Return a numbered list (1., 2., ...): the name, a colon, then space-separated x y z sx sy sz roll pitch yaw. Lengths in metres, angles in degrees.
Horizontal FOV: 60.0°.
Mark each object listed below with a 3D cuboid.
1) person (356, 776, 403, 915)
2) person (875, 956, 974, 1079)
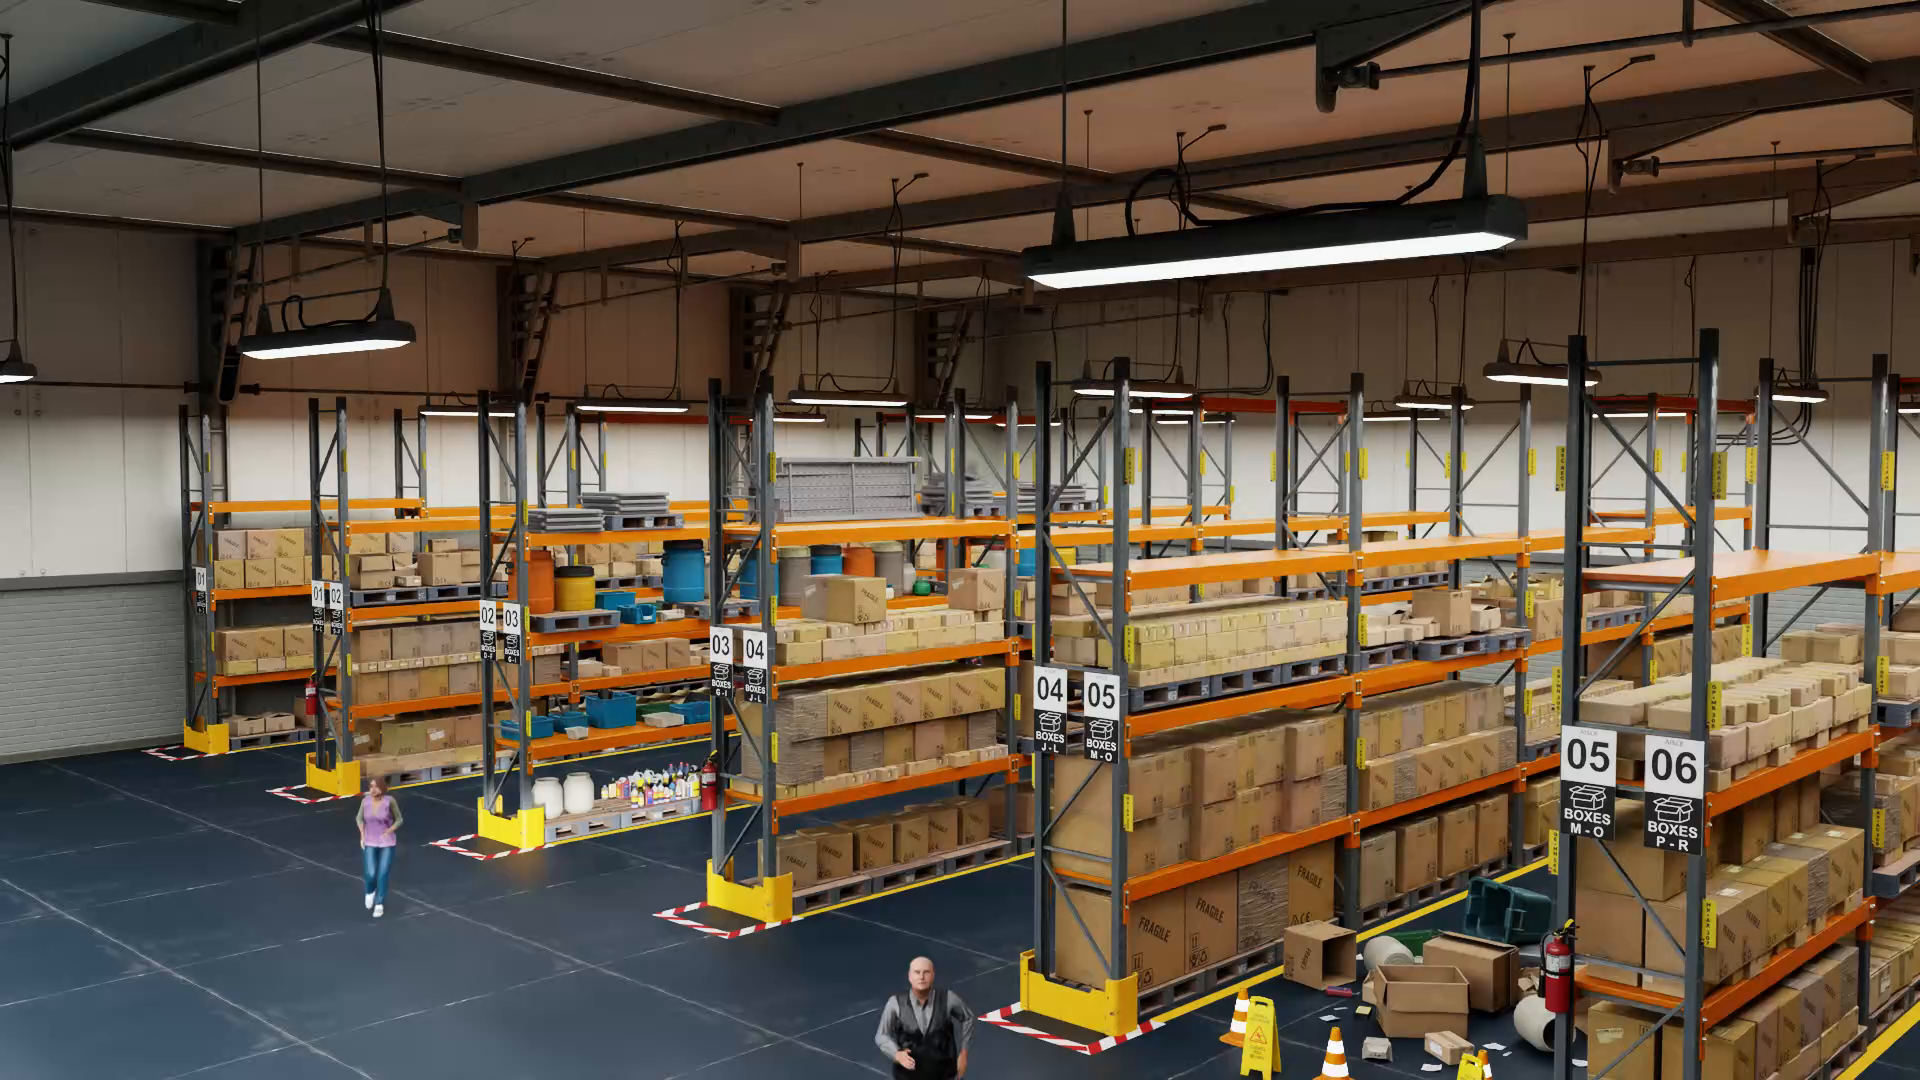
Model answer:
1. person: -6.462 3.410 18.480 0.521 1.566 0.540 -1 3 -11
2. person: -0.245 3.702 11.350 0.680 1.700 0.632 0 3 1
